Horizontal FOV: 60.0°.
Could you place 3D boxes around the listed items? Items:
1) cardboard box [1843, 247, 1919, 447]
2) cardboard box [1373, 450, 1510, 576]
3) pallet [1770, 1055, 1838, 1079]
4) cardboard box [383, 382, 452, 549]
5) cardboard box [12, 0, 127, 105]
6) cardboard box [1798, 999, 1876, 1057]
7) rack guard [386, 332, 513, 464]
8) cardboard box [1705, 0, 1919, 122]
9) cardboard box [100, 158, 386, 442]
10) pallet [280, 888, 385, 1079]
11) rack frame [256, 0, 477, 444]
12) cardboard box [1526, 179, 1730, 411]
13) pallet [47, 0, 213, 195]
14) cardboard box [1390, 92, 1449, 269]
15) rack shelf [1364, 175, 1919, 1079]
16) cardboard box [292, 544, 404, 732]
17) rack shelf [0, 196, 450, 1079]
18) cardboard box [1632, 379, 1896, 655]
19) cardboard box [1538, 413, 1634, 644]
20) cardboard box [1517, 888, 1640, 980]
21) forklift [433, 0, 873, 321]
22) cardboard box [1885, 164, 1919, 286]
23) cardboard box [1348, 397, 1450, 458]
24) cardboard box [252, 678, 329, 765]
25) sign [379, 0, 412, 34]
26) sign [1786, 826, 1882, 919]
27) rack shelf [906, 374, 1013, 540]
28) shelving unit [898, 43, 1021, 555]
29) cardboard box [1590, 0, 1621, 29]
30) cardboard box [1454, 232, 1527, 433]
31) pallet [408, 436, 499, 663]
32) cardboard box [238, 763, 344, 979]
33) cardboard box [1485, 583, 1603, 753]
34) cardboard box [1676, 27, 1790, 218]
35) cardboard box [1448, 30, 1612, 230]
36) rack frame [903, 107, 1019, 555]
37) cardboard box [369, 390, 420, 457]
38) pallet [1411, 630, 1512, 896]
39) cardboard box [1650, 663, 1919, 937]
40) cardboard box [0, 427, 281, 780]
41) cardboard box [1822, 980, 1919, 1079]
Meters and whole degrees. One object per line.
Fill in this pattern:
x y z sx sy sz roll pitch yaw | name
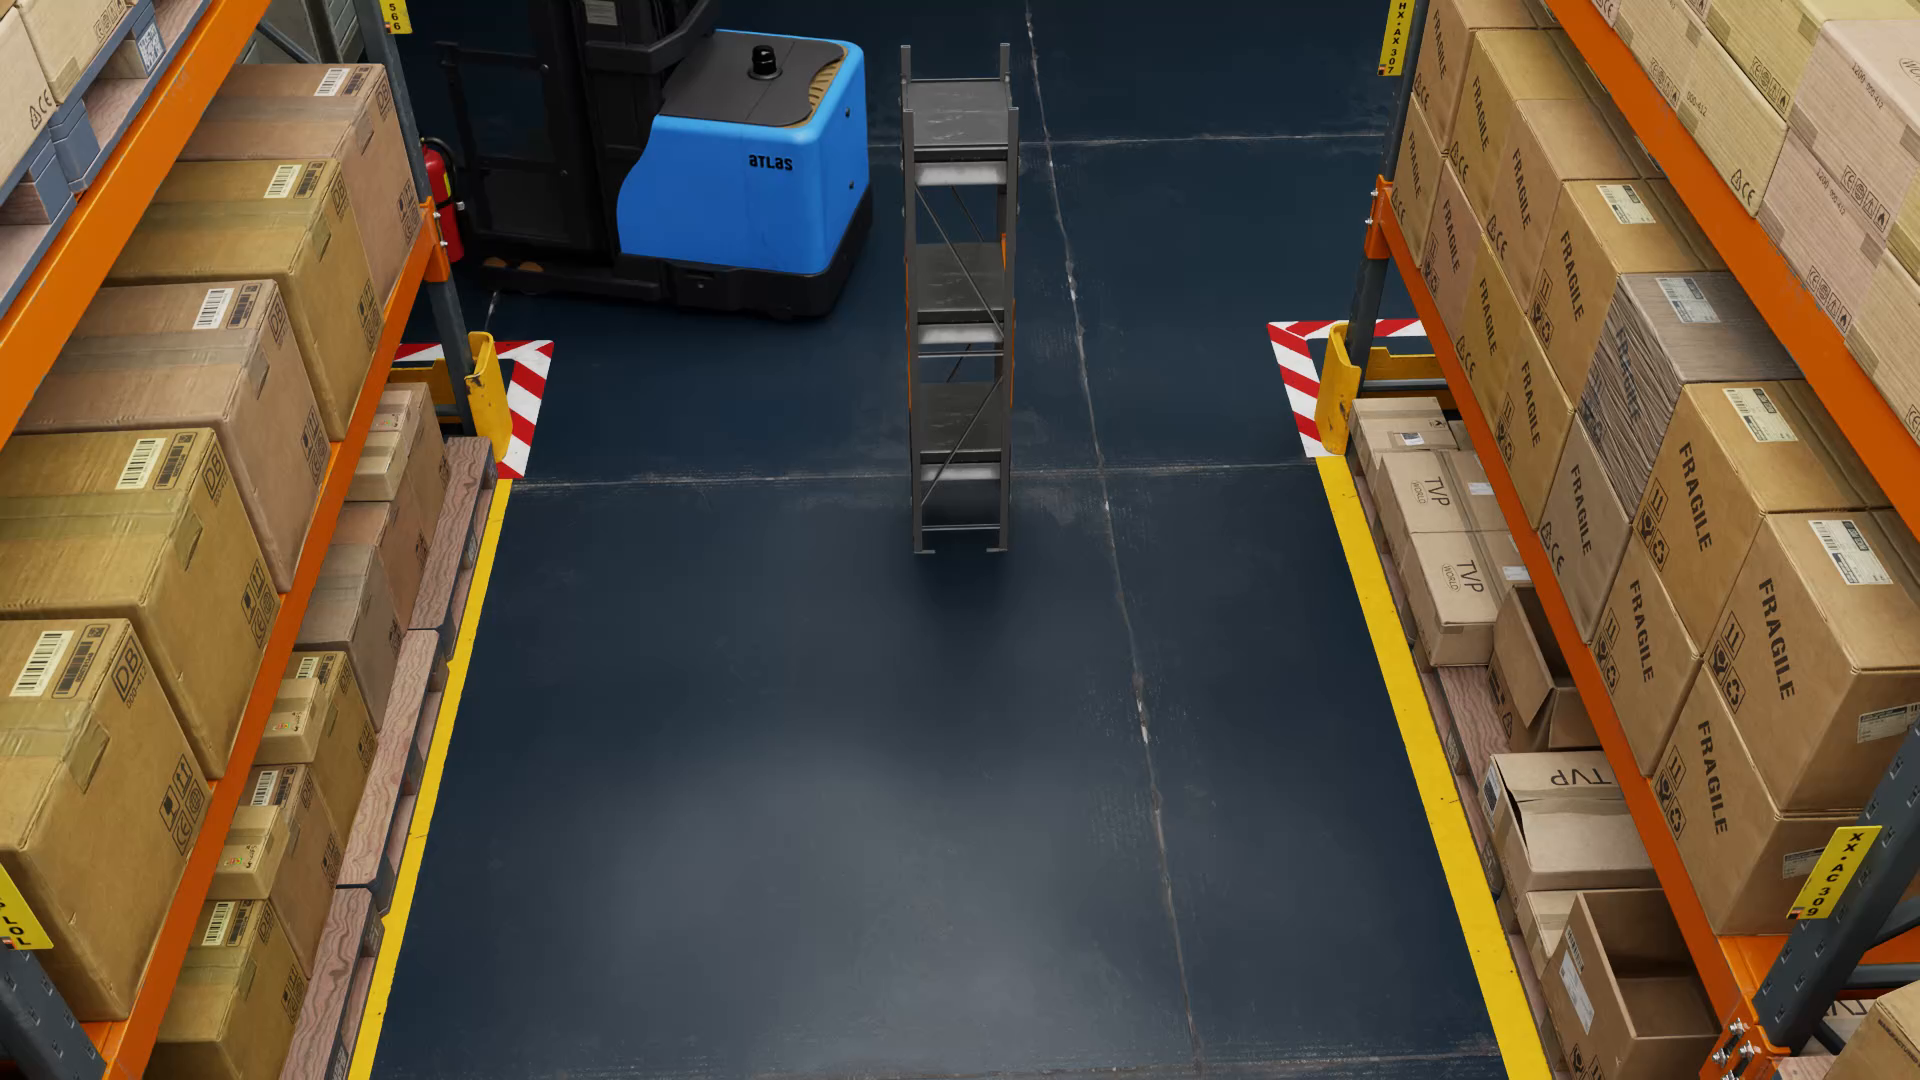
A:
2.148 -0.350 3.303 0.500 0.250 0.500 -2 43 -2 | cardboard box
2.025 -0.115 6.865 0.500 0.250 0.500 -2 43 -2 | cardboard box
2.359 1.635 3.389 1.003 0.211 1.213 -2 43 -2 | pallet
-2.555 -0.298 6.894 0.700 0.500 0.500 -2 43 -2 | cardboard box
-2.317 -1.241 3.890 0.500 0.250 0.500 -3 43 -3 | cardboard box
2.633 1.561 4.992 0.500 0.311 0.500 -2 43 -2 | cardboard box
-2.686 -0.629 7.566 1.175 0.500 0.348 -2 43 -2 | rack guard
2.106 -1.209 3.870 0.500 0.250 0.500 -2 43 -2 | cardboard box
-2.611 -0.810 5.692 0.980 0.700 0.700 -2 43 -2 | cardboard box
-2.469 1.678 5.263 1.003 0.211 1.213 -2 43 -2 | pallet
-2.685 -1.534 6.704 1.000 3.000 0.127 -2 43 -2 | rack frame
2.088 -0.744 5.028 0.500 0.500 0.500 -2 43 -2 | cardboard box
-2.588 -1.281 4.274 1.003 0.211 1.213 -2 43 -2 | pallet
2.020 -1.409 6.493 0.500 0.500 0.500 -1 43 -1 | cardboard box
2.349 -0.064 5.632 1.077 0.370 4.000 -2 43 -2 | rack shelf
-2.512 0.379 6.155 0.700 0.500 0.500 -3 43 -3 | cardboard box
-2.600 0.081 5.474 1.077 0.370 4.000 -2 43 -2 | rack shelf
2.130 -0.064 4.286 0.500 0.500 0.500 -2 43 -3 | cardboard box
2.109 -0.040 5.000 0.500 0.500 0.500 -1 43 -1 | cardboard box
2.051 1.282 5.416 0.380 0.149 0.250 -2 43 -2 | cardboard box
-2.043 -2.695 8.021 3.031 2.935 1.130 8 43 9 | forklift
2.142 -0.534 3.134 0.500 0.250 0.500 -2 43 -2 | cardboard box
1.939 -0.498 7.357 0.380 0.149 0.250 -2 43 -2 | cardboard box
-2.299 0.597 5.438 0.380 0.149 0.250 -3 43 -3 | cardboard box
-2.142 -2.055 6.240 0.100 0.325 0.005 -2 43 -2 | sign
1.893 0.723 3.601 0.100 0.325 0.005 -2 43 -2 | sign
-0.007 -0.360 7.145 0.431 0.518 0.480 -2 43 -2 | rack shelf
-0.007 -0.886 6.662 0.431 2.100 0.503 -2 43 -2 | shelving unit
2.063 -1.700 4.776 0.500 0.250 0.500 -2 43 -2 | cardboard box
2.066 -0.722 5.743 0.500 0.500 0.500 -2 43 -2 | cardboard box
-2.572 0.031 7.060 1.003 0.211 1.213 -2 43 -2 | pallet
-2.462 1.086 5.385 0.700 0.500 0.500 -2 43 -2 | cardboard box
2.349 0.511 5.994 0.797 0.503 0.637 -2 43 -2 | cardboard box
2.108 -1.025 4.039 0.500 0.250 0.500 -2 43 -2 | cardboard box
2.050 -1.425 5.770 0.500 0.500 0.500 -1 43 -1 | cardboard box
0.003 -0.721 6.483 0.400 2.100 0.015 -2 43 -2 | rack frame
-2.367 -0.456 6.586 0.380 0.149 0.250 -2 43 -2 | cardboard box
2.351 0.760 6.265 1.003 0.211 1.213 -2 43 -2 | pallet
2.157 0.654 4.242 0.500 0.500 0.500 -1 43 -1 | cardboard box
-2.547 0.196 4.594 0.980 0.700 0.700 -3 43 -3 | cardboard box
2.231 1.156 3.384 0.700 0.500 0.500 -15 45 -16 | cardboard box
